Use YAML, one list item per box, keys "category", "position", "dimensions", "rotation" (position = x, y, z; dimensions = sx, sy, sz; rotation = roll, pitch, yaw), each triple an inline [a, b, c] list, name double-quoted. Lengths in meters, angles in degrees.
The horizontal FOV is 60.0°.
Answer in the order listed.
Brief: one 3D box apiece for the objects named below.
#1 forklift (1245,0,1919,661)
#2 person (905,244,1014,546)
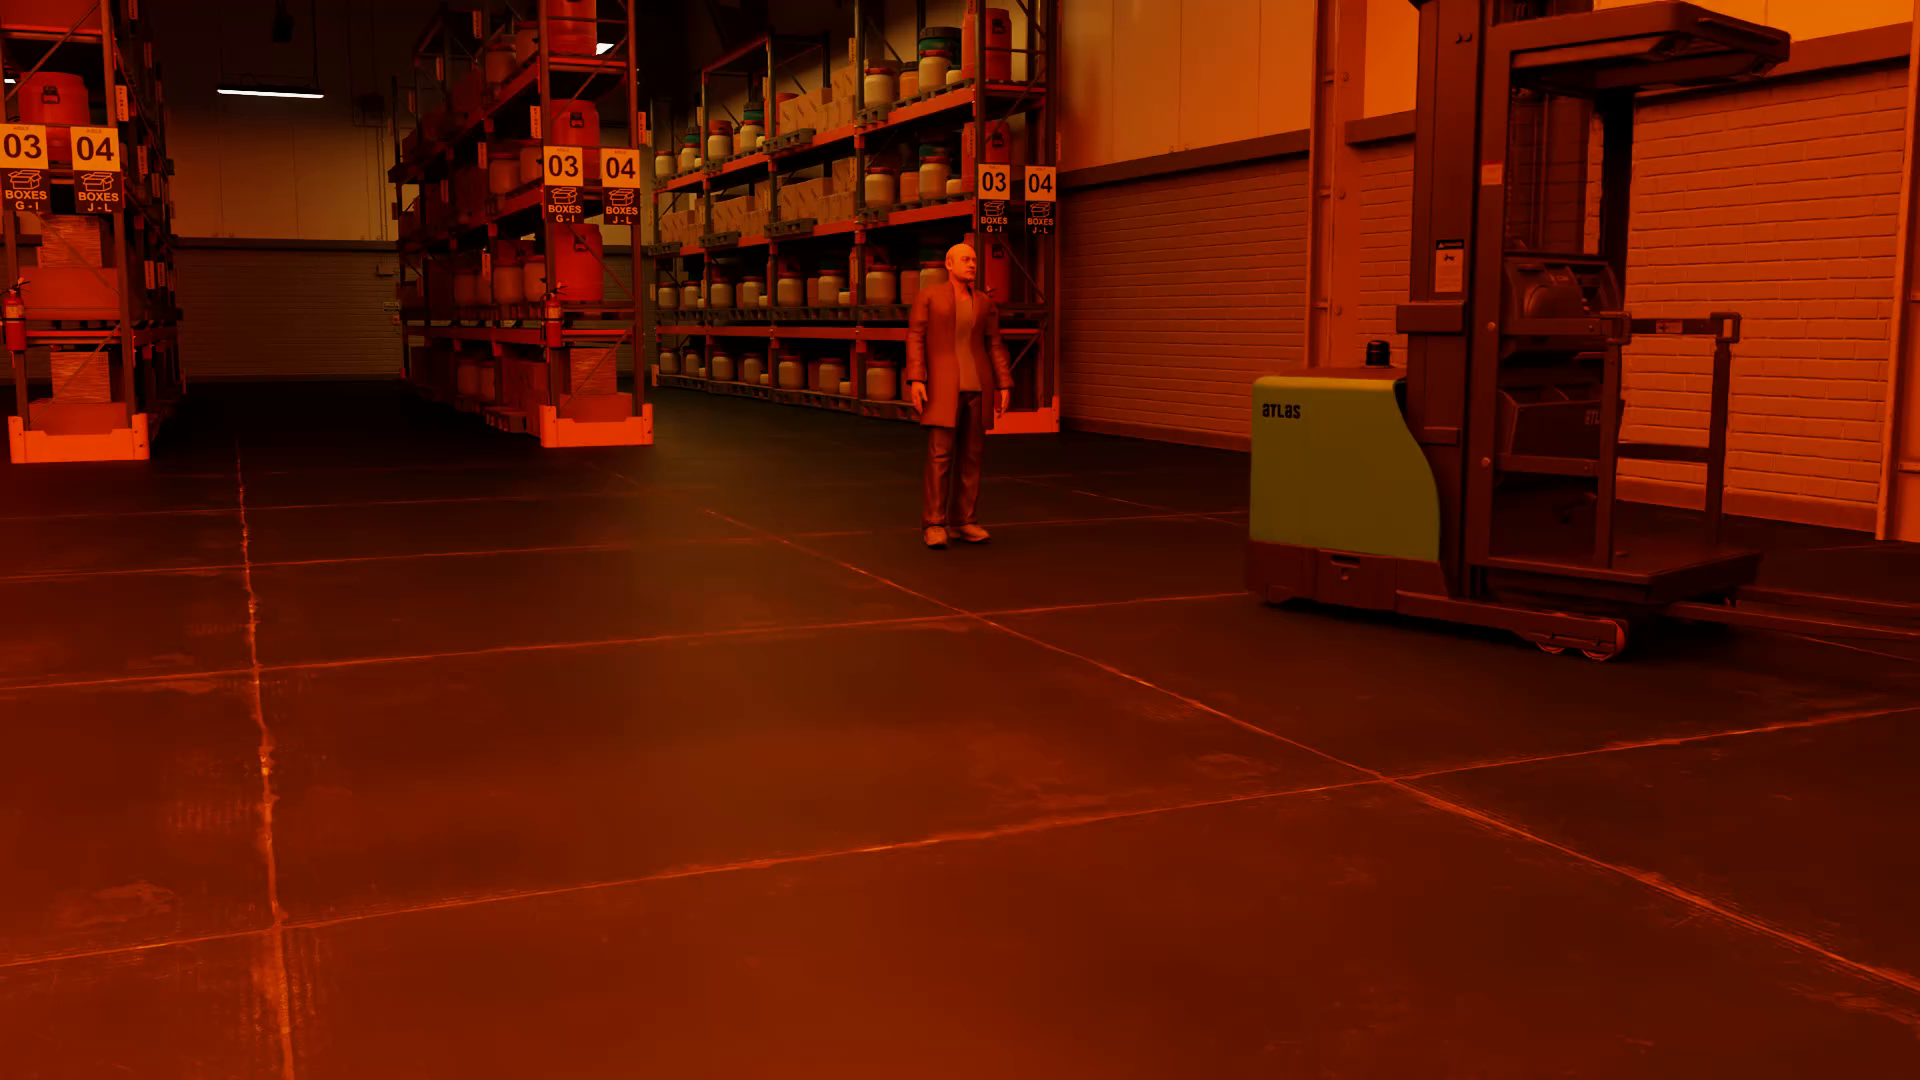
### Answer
- category: "forklift"
  position: [2.712, -1.053, 6.923]
  dimensions: [1.130, 2.935, 3.031]
  rotation: [-7, 10, -42]
- category: "person"
  position: [0.033, -0.878, 9.952]
  dimensions: [0.698, 1.778, 0.579]
  rotation: [-3, 8, -23]
